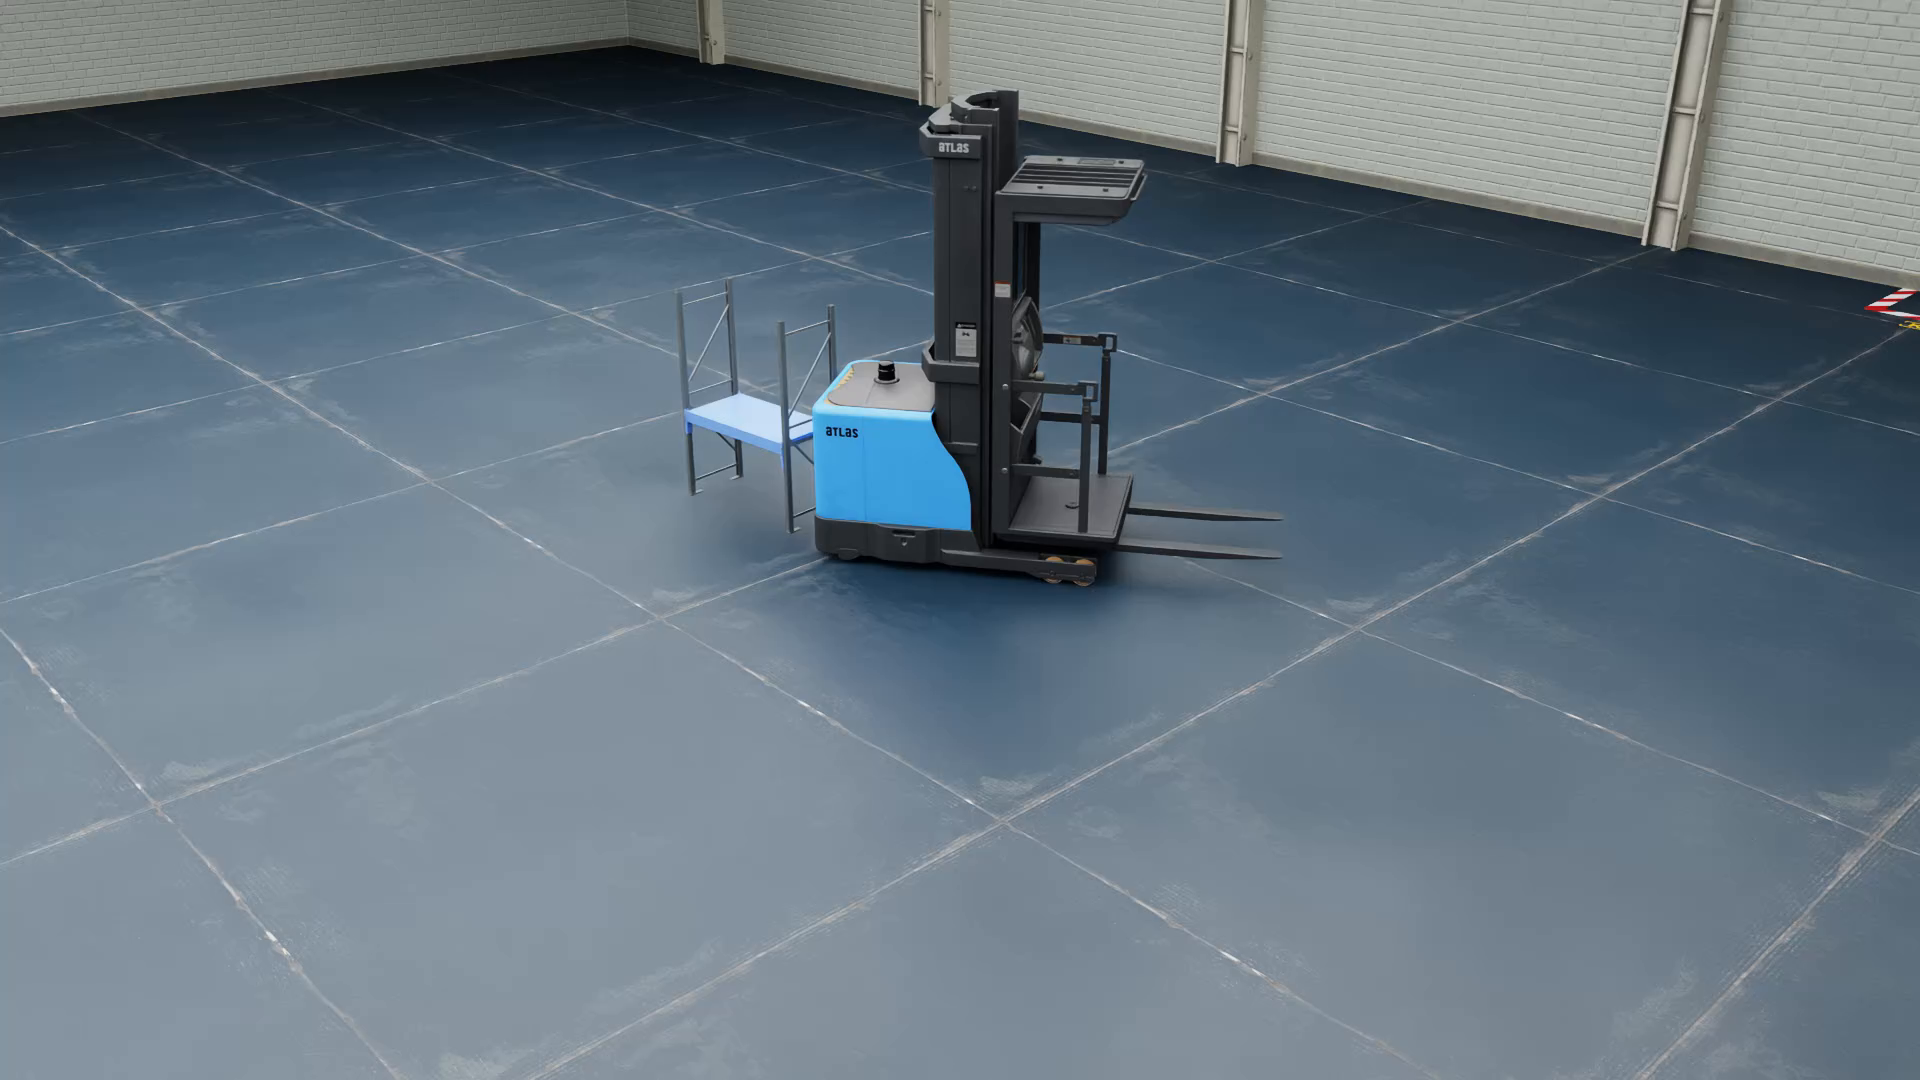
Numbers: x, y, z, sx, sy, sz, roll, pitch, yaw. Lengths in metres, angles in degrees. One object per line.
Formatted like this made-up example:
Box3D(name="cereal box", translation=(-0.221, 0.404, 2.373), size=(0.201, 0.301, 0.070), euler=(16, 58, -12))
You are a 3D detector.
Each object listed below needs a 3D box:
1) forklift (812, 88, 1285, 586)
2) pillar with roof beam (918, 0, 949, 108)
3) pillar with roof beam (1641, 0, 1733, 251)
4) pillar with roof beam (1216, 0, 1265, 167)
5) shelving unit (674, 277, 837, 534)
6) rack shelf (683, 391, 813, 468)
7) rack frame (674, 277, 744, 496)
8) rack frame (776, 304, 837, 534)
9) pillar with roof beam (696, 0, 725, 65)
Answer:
Box3D(name="forklift", translation=(0.614, -1.281, 10.528), size=(3.031, 2.935, 1.130), euler=(5, 25, 10))
Box3D(name="pillar with roof beam", translation=(-3.553, -9.766, 21.816), size=(9.100, 9.000, 0.400), euler=(-21, 32, -38))
Box3D(name="pillar with roof beam", translation=(4.649, -6.131, 13.846), size=(9.100, 9.000, 0.400), euler=(-21, 32, -38))
Box3D(name="pillar with roof beam", translation=(0.548, -7.948, 17.831), size=(9.100, 9.000, 0.400), euler=(-21, 32, -38))
Box3D(name="shelving unit", translation=(-1.392, -0.943, 11.511), size=(1.048, 1.500, 0.538), euler=(20, 31, 37))
Box3D(name="rack shelf", translation=(-1.392, -0.780, 11.586), size=(1.000, 0.185, 0.538), euler=(20, 31, 37))
Box3D(name="rack frame", translation=(-1.775, -1.082, 11.815), size=(0.032, 1.500, 0.500), euler=(20, 31, 37))
Box3D(name="rack frame", translation=(-1.009, -0.805, 11.207), size=(0.032, 1.500, 0.500), euler=(20, 31, 37))
Box3D(name="pillar with roof beam", translation=(-7.654, -11.584, 25.800), size=(9.100, 9.000, 0.400), euler=(-21, 32, -38))
